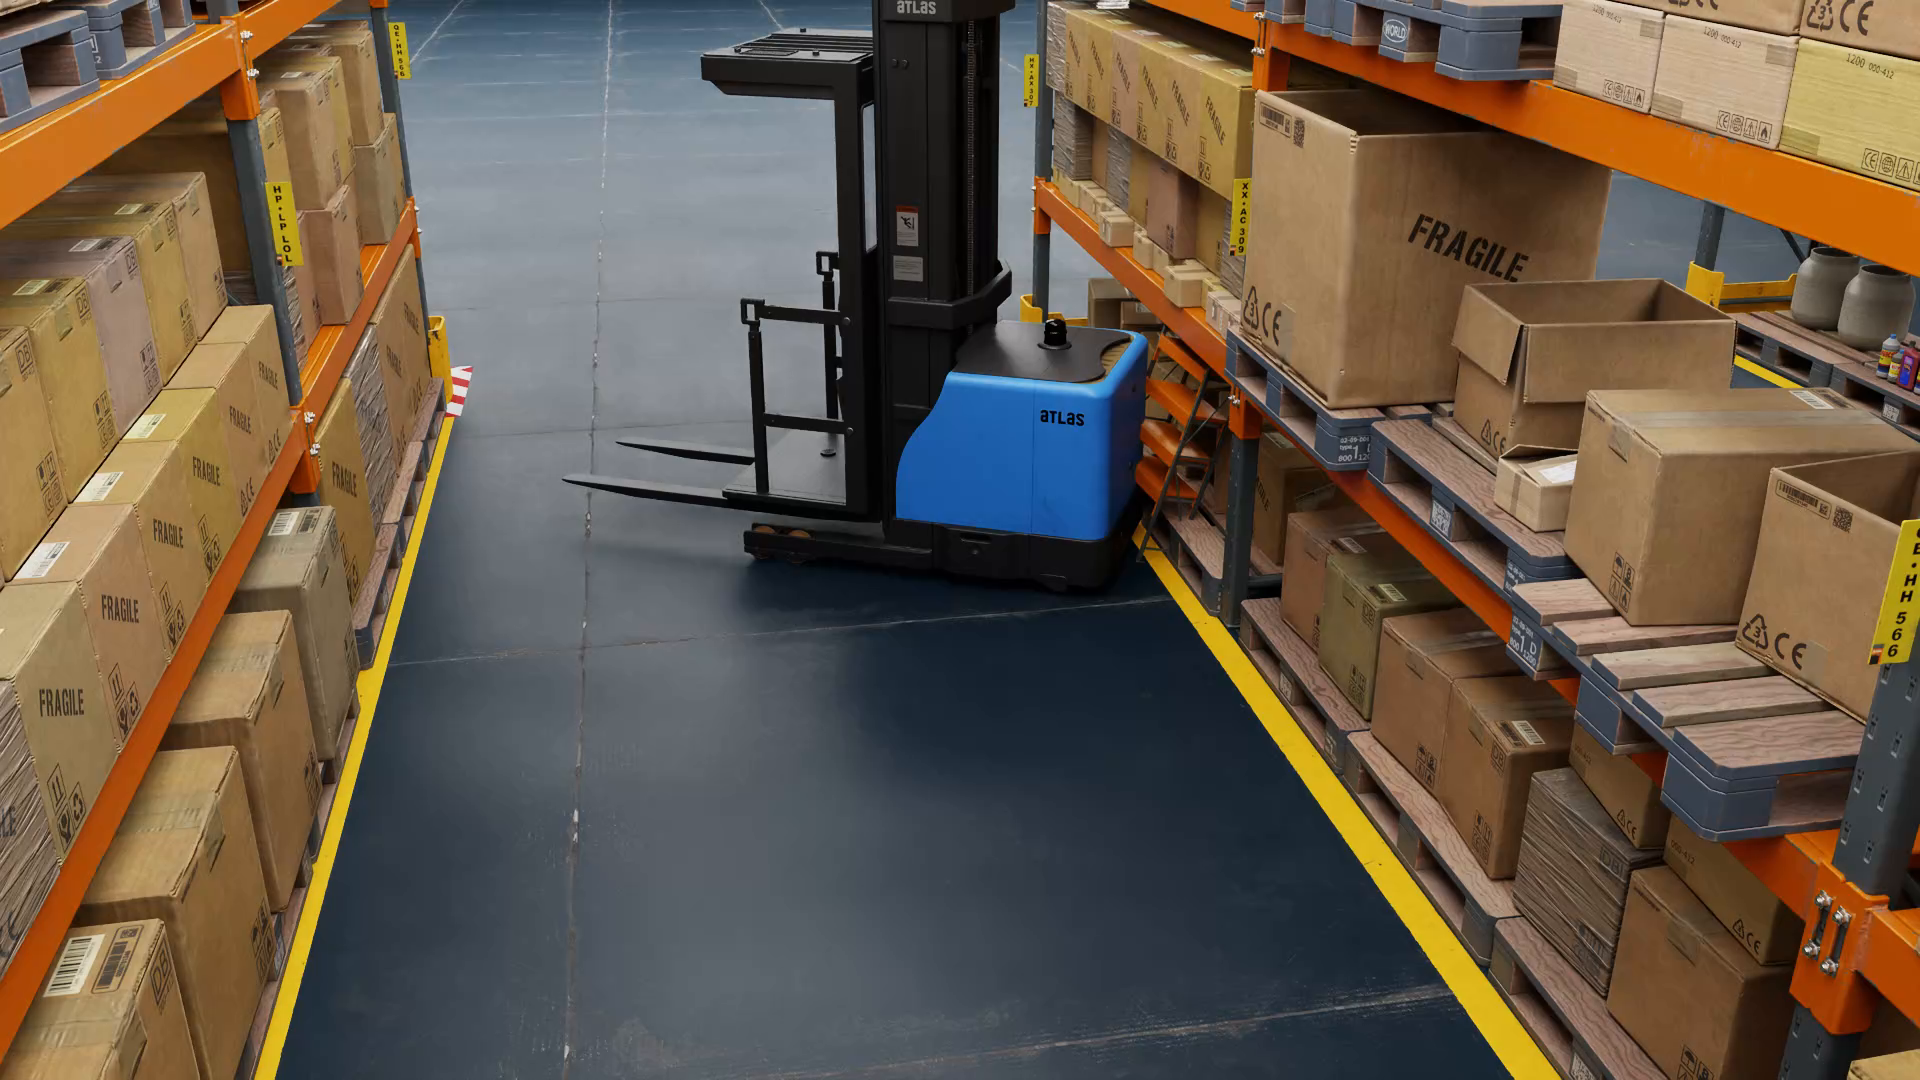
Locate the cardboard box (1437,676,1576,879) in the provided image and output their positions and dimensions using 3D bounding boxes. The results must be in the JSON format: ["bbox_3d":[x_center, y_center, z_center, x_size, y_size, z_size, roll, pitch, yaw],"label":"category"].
[{"bbox_3d":[2.102,0.800,5.743,0.700,0.500,0.500,-2,24,-5],"label":"cardboard box"}]

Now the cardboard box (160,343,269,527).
[{"bbox_3d":[-2.708,-0.350,5.678,0.500,0.500,0.500,-5,24,-10],"label":"cardboard box"}]

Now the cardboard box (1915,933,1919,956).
[{"bbox_3d":[2.295,0.724,3.221,0.500,0.500,0.500,-4,24,-8],"label":"cardboard box"}]

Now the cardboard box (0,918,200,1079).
[{"bbox_3d":[-2.445,1.478,3.905,1.050,0.750,0.750,-5,24,-10],"label":"cardboard box"}]

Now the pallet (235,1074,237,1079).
[{"bbox_3d":[-2.492,1.848,4.256,1.003,0.211,1.213,-4,24,-10],"label":"pallet"}]

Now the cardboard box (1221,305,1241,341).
[{"bbox_3d":[1.404,-0.963,7.521,0.380,0.149,0.250,-4,24,-10],"label":"cardboard box"}]

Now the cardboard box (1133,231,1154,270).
[{"bbox_3d":[1.141,-1.554,8.874,0.380,0.149,0.250,-4,24,-10],"label":"cardboard box"}]

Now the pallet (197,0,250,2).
[{"bbox_3d":[-3.301,-2.344,6.733,1.003,0.211,1.213,-4,24,-10],"label":"pallet"}]

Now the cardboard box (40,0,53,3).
[{"bbox_3d":[-2.620,-1.587,4.349,0.500,0.311,0.500,-5,24,-12],"label":"cardboard box"}]

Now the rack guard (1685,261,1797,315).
[{"bbox_3d":[5.921,-1.783,12.208,1.175,0.500,0.348,-4,24,-10],"label":"rack guard"}]

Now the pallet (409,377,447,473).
[{"bbox_3d":[-3.675,-0.675,10.031,1.003,0.211,1.213,-4,24,-10],"label":"pallet"}]

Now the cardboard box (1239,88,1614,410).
[{"bbox_3d":[1.742,-1.160,6.383,1.000,1.000,1.000,-4,24,-9],"label":"cardboard box"}]

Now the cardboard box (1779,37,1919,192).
[{"bbox_3d":[2.143,-0.917,3.541,0.500,0.250,0.500,-4,24,-10],"label":"cardboard box"}]

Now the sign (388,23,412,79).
[{"bbox_3d":[-3.364,-2.935,9.980,0.100,0.325,0.005,-4,24,-10],"label":"sign"}]

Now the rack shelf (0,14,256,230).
[{"bbox_3d":[-2.791,-0.946,4.320,1.077,0.370,4.000,-4,24,-10],"label":"rack shelf"}]

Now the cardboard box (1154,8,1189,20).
[{"bbox_3d":[1.436,-2.835,9.747,0.500,0.500,0.500,-4,24,-10],"label":"cardboard box"}]

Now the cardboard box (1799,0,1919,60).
[{"bbox_3d":[2.138,-1.261,3.391,0.500,0.500,0.500,-4,24,-8],"label":"cardboard box"}]

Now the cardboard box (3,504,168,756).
[{"bbox_3d":[-2.428,0.245,4.317,0.500,0.500,0.500,-4,24,-10],"label":"cardboard box"}]

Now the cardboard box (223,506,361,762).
[{"bbox_3d":[-2.957,0.388,6.400,1.050,0.750,0.750,-4,24,-10],"label":"cardboard box"}]

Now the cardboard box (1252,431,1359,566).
[{"bbox_3d":[1.698,-0.222,8.110,0.500,0.500,0.500,-5,24,-11],"label":"cardboard box"}]

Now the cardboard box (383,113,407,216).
[{"bbox_3d":[-3.787,-2.187,9.823,0.875,0.550,0.550,-4,24,-10],"label":"cardboard box"}]

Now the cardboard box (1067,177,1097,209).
[{"bbox_3d":[0.870,-2.145,10.226,0.380,0.149,0.250,-4,24,-10],"label":"cardboard box"}]

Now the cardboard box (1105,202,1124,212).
[{"bbox_3d":[1.049,-1.853,9.558,0.380,0.149,0.250,-4,24,-10],"label":"cardboard box"}]

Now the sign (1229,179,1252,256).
[{"bbox_3d":[1.201,-1.369,7.055,0.100,0.325,0.005,-4,24,-10],"label":"sign"}]

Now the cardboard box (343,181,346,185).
[{"bbox_3d":[-3.545,-1.538,8.336,0.875,0.550,0.500,-4,24,-10],"label":"cardboard box"}]

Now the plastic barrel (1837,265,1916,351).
[{"bbox_3d":[6.150,-1.557,11.151,0.421,0.512,0.421,0,24,0],"label":"plastic barrel"}]

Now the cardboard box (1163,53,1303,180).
[{"bbox_3d":[1.285,-2.009,7.856,0.500,0.500,0.500,-4,24,-10],"label":"cardboard box"}]

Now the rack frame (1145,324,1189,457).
[{"bbox_3d":[0.998,-0.633,8.685,0.240,1.200,0.015,6,26,-27],"label":"rack frame"}]

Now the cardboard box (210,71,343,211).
[{"bbox_3d":[-3.376,-1.829,7.655,0.875,0.550,0.550,-4,24,-10],"label":"cardboard box"}]

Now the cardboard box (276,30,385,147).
[{"bbox_3d":[-3.677,-2.467,9.113,0.875,0.550,0.550,-4,24,-10],"label":"cardboard box"}]

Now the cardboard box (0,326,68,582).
[{"bbox_3d":[-2.686,-0.196,4.078,0.700,0.500,0.500,-5,24,-11],"label":"cardboard box"}]

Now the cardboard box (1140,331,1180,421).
[{"bbox_3d":[1.333,-0.908,9.681,0.500,0.500,0.500,-2,24,-5],"label":"cardboard box"}]

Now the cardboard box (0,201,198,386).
[{"bbox_3d":[-2.966,-0.795,5.448,0.700,0.500,0.500,-5,24,-11],"label":"cardboard box"}]

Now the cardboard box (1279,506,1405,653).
[{"bbox_3d":[1.825,0.172,7.182,0.700,0.500,0.500,-6,24,-14],"label":"cardboard box"}]

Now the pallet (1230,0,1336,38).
[{"bbox_3d":[1.742,-2.053,6.190,1.213,0.211,1.003,-4,24,-10],"label":"pallet"}]

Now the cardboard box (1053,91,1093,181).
[{"bbox_3d":[1.068,-2.552,10.350,0.875,0.500,0.500,-4,24,-10],"label":"cardboard box"}]

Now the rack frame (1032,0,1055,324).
[{"bbox_3d":[0.993,-2.589,10.929,1.000,3.000,0.127,-4,24,-10],"label":"rack frame"}]

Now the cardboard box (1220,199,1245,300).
[{"bbox_3d":[1.710,-1.379,7.663,0.875,0.500,0.500,-4,24,-10],"label":"cardboard box"}]

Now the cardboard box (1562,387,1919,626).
[{"bbox_3d":[2.132,-0.102,4.586,0.700,0.500,0.500,-1,24,-2],"label":"cardboard box"}]

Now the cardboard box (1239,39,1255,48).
[{"bbox_3d":[1.713,-2.245,8.396,0.500,0.500,0.500,-4,24,-10],"label":"cardboard box"}]

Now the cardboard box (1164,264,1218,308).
[{"bbox_3d":[1.224,-1.255,8.189,0.380,0.149,0.250,-4,24,-10],"label":"cardboard box"}]

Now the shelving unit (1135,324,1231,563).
[{"bbox_3d":[1.086,-0.518,8.488,0.258,1.200,0.503,6,26,-27],"label":"shelving unit"}]

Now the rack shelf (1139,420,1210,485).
[{"bbox_3d":[1.067,-0.459,8.514,0.258,0.148,0.480,6,26,-27],"label":"rack shelf"}]

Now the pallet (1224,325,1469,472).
[{"bbox_3d":[1.731,-0.616,6.652,1.003,0.211,1.213,-4,24,-10],"label":"pallet"}]

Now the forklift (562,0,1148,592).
[{"bbox_3d":[-0.600,-1.417,8.332,3.031,2.935,1.130,7,25,16],"label":"forklift"}]

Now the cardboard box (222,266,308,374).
[{"bbox_3d":[-3.240,-0.901,6.878,0.875,0.550,0.550,-4,24,-10],"label":"cardboard box"}]

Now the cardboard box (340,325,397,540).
[{"bbox_3d":[-3.378,-0.514,8.308,0.875,0.875,0.875,-4,24,-9],"label":"cardboard box"}]

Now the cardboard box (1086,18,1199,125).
[{"bbox_3d":[1.006,-2.599,9.206,0.500,0.500,0.500,-4,24,-10],"label":"cardboard box"}]

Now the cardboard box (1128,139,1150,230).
[{"bbox_3d":[1.409,-1.967,9.010,0.875,0.500,0.500,-4,24,-10],"label":"cardboard box"}]

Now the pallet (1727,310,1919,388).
[{"bbox_3d":[6.066,-1.331,11.534,1.003,0.211,1.213,-4,24,-10],"label":"pallet"}]

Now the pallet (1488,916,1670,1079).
[{"bbox_3d":[2.329,1.529,4.987,1.003,0.211,1.213,-4,24,-10],"label":"pallet"}]

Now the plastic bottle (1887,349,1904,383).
[{"bbox_3d":[5.909,-1.097,10.462,0.097,0.201,0.097,0,24,0],"label":"plastic bottle"}]

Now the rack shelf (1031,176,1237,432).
[{"bbox_3d":[1.363,-1.472,9.272,1.077,0.370,4.000,-4,24,-10],"label":"rack shelf"}]

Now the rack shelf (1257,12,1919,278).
[{"bbox_3d":[2.103,-1.274,5.069,1.077,0.370,4.000,-4,24,-10],"label":"rack shelf"}]
